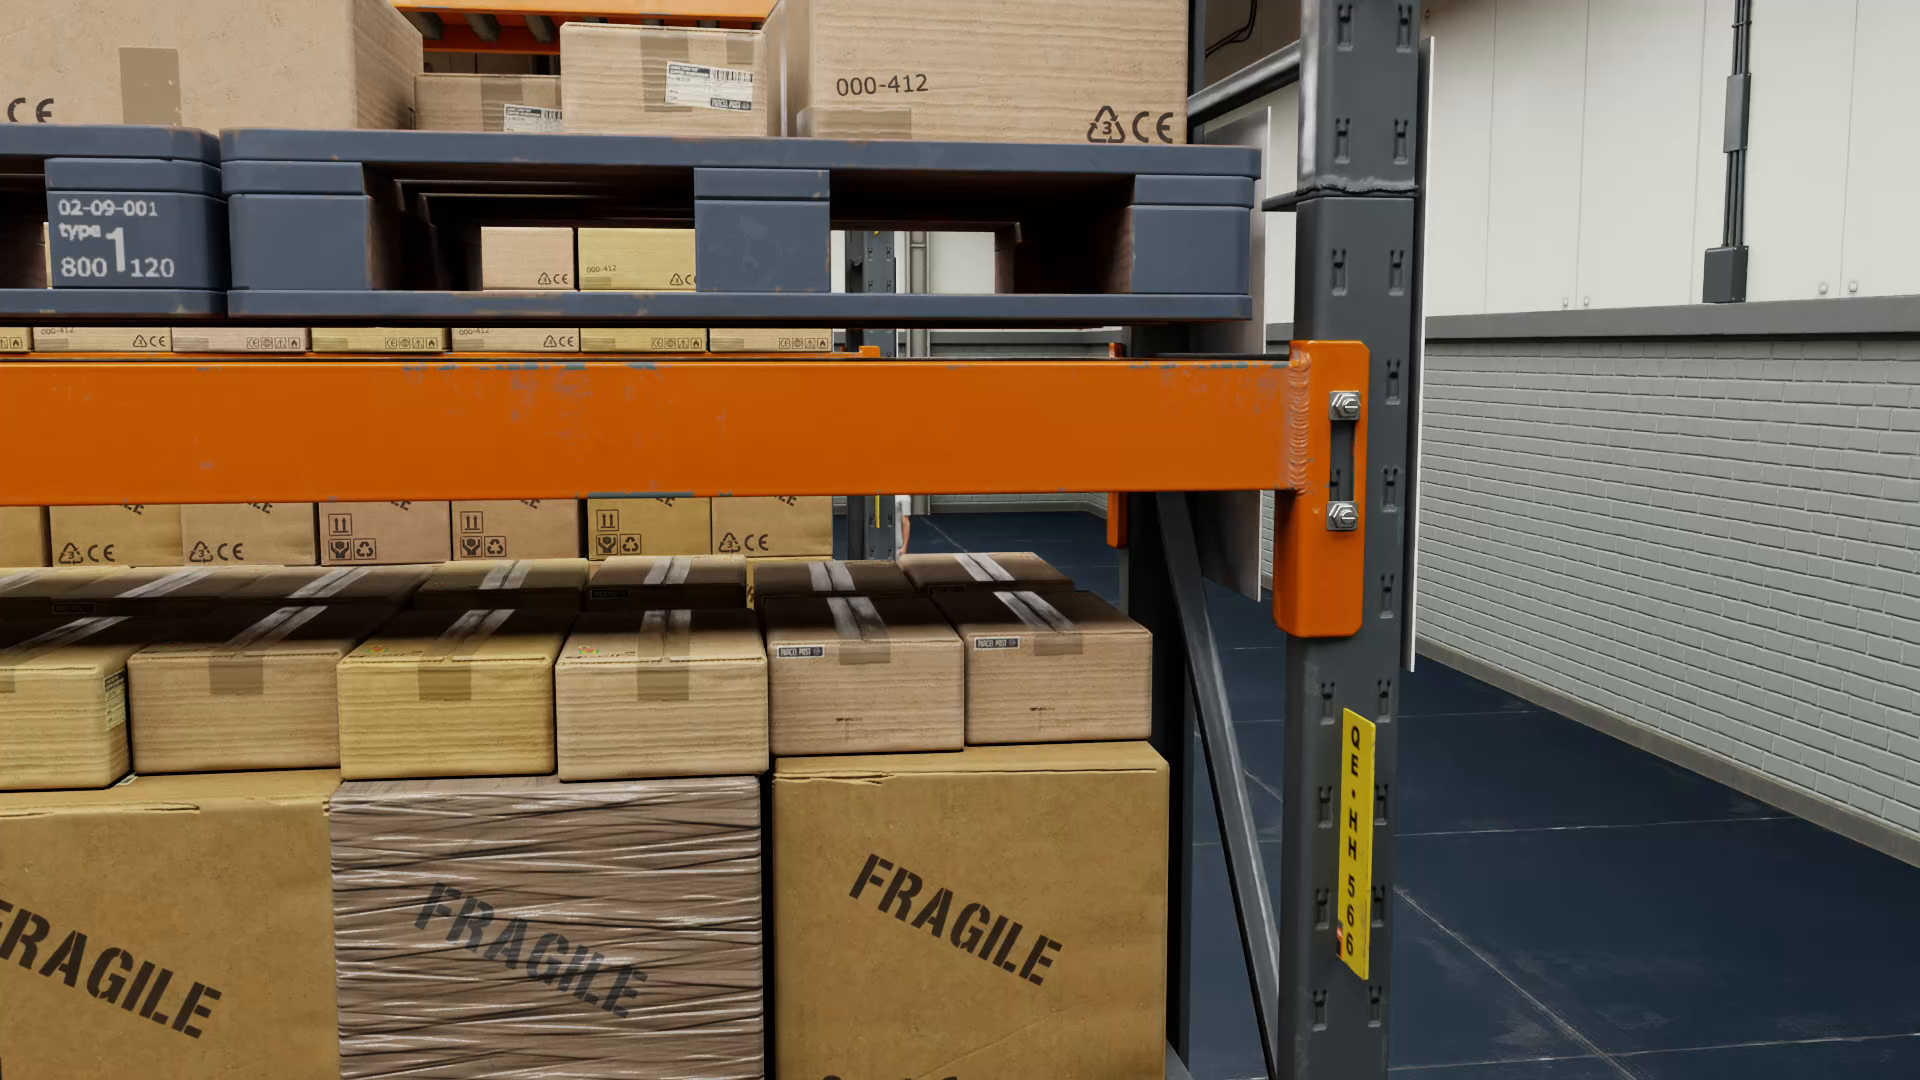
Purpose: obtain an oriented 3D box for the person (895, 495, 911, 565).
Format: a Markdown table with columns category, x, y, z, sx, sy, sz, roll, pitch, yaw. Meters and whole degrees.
| category | x | y | z | sx | sy | sz | roll | pitch | yaw |
| --- | --- | --- | --- | --- | --- | --- | --- | --- | --- |
| person | -0.691 | 0.085 | 16.608 | 0.438 | 1.670 | 0.347 | 4 | 8 | 29 |
